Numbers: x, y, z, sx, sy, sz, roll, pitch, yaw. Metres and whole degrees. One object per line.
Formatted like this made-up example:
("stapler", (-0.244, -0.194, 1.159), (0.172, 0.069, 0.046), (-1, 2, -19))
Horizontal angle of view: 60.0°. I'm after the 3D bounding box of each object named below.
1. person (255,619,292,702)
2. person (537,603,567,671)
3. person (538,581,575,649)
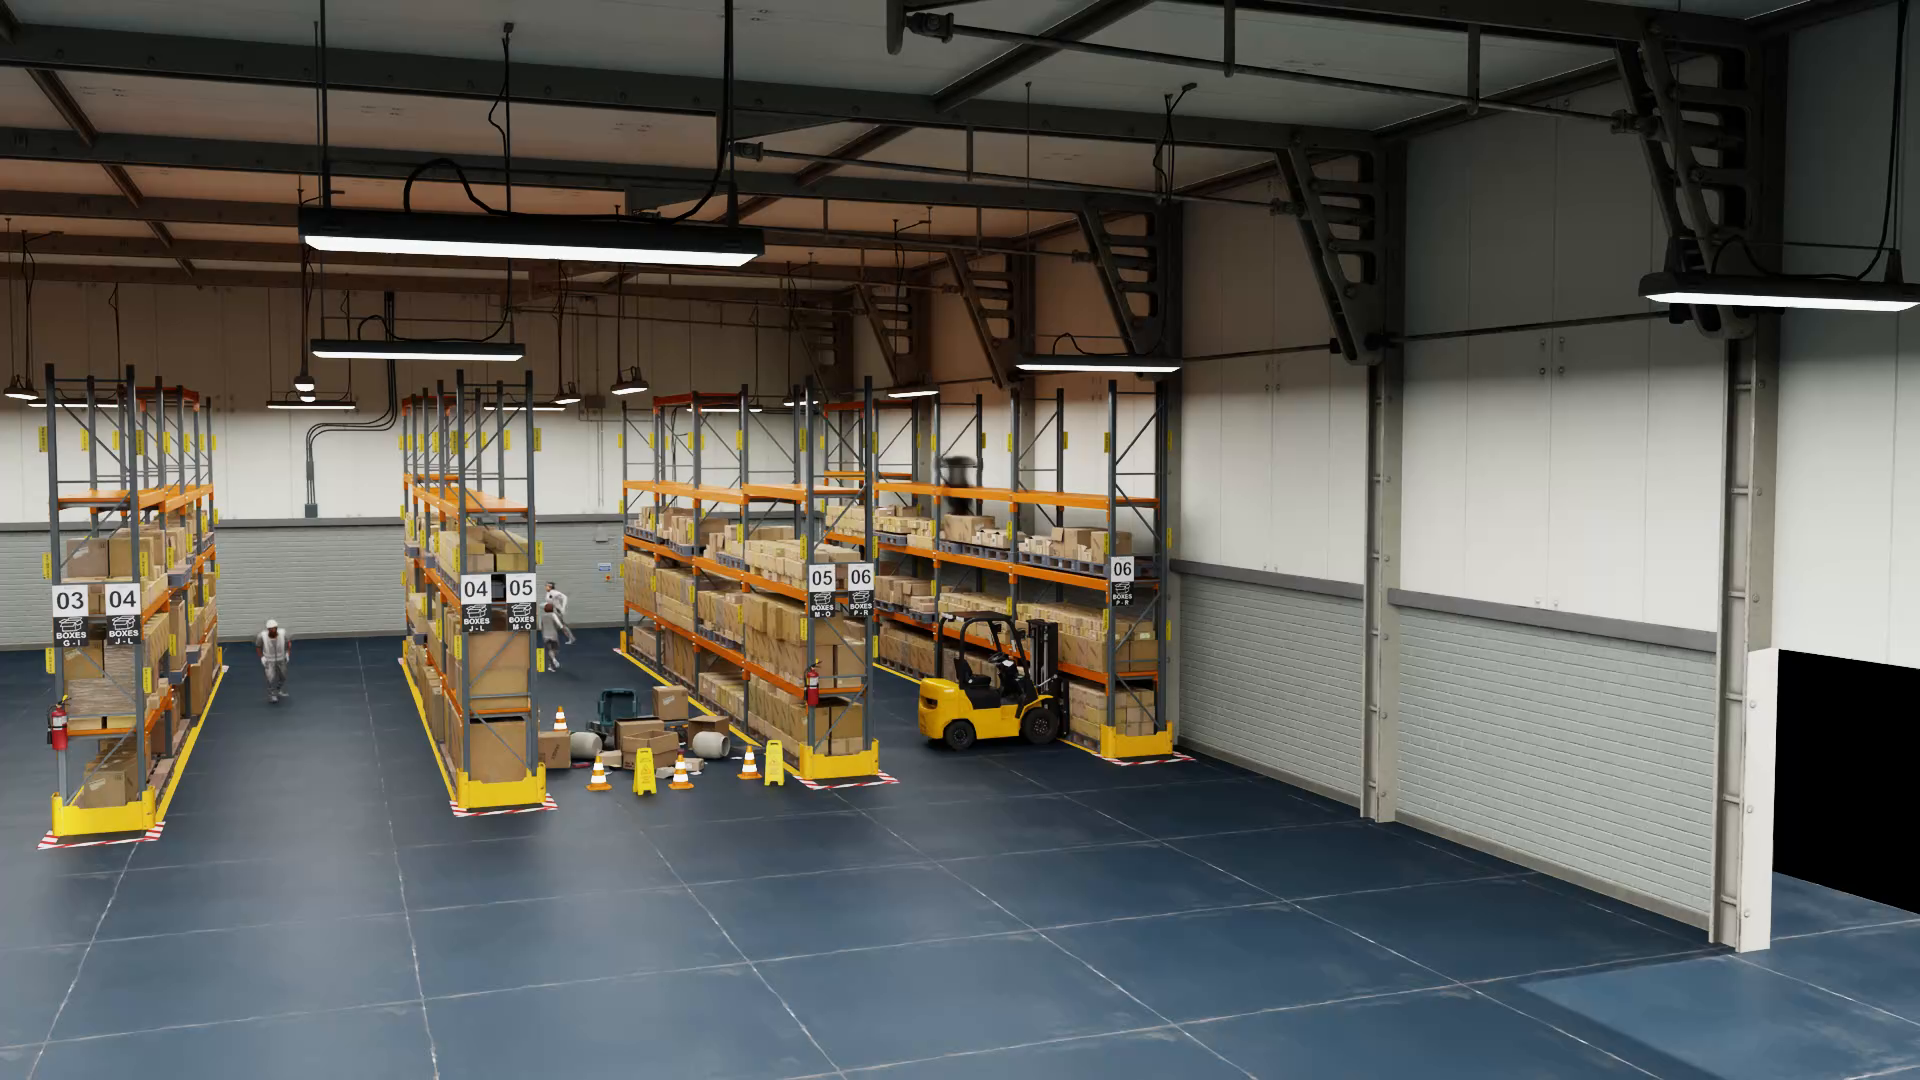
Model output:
("person", (-13.239, 2.314, 32.088), (0.707, 1.636, 0.916), (-3, 4, -40))
("person", (-8.943, 2.145, 36.371), (0.640, 1.519, 0.551), (0, 3, -1))
("person", (-9.841, 1.804, 40.649), (0.943, 1.660, 0.598), (-2, 4, -33))
